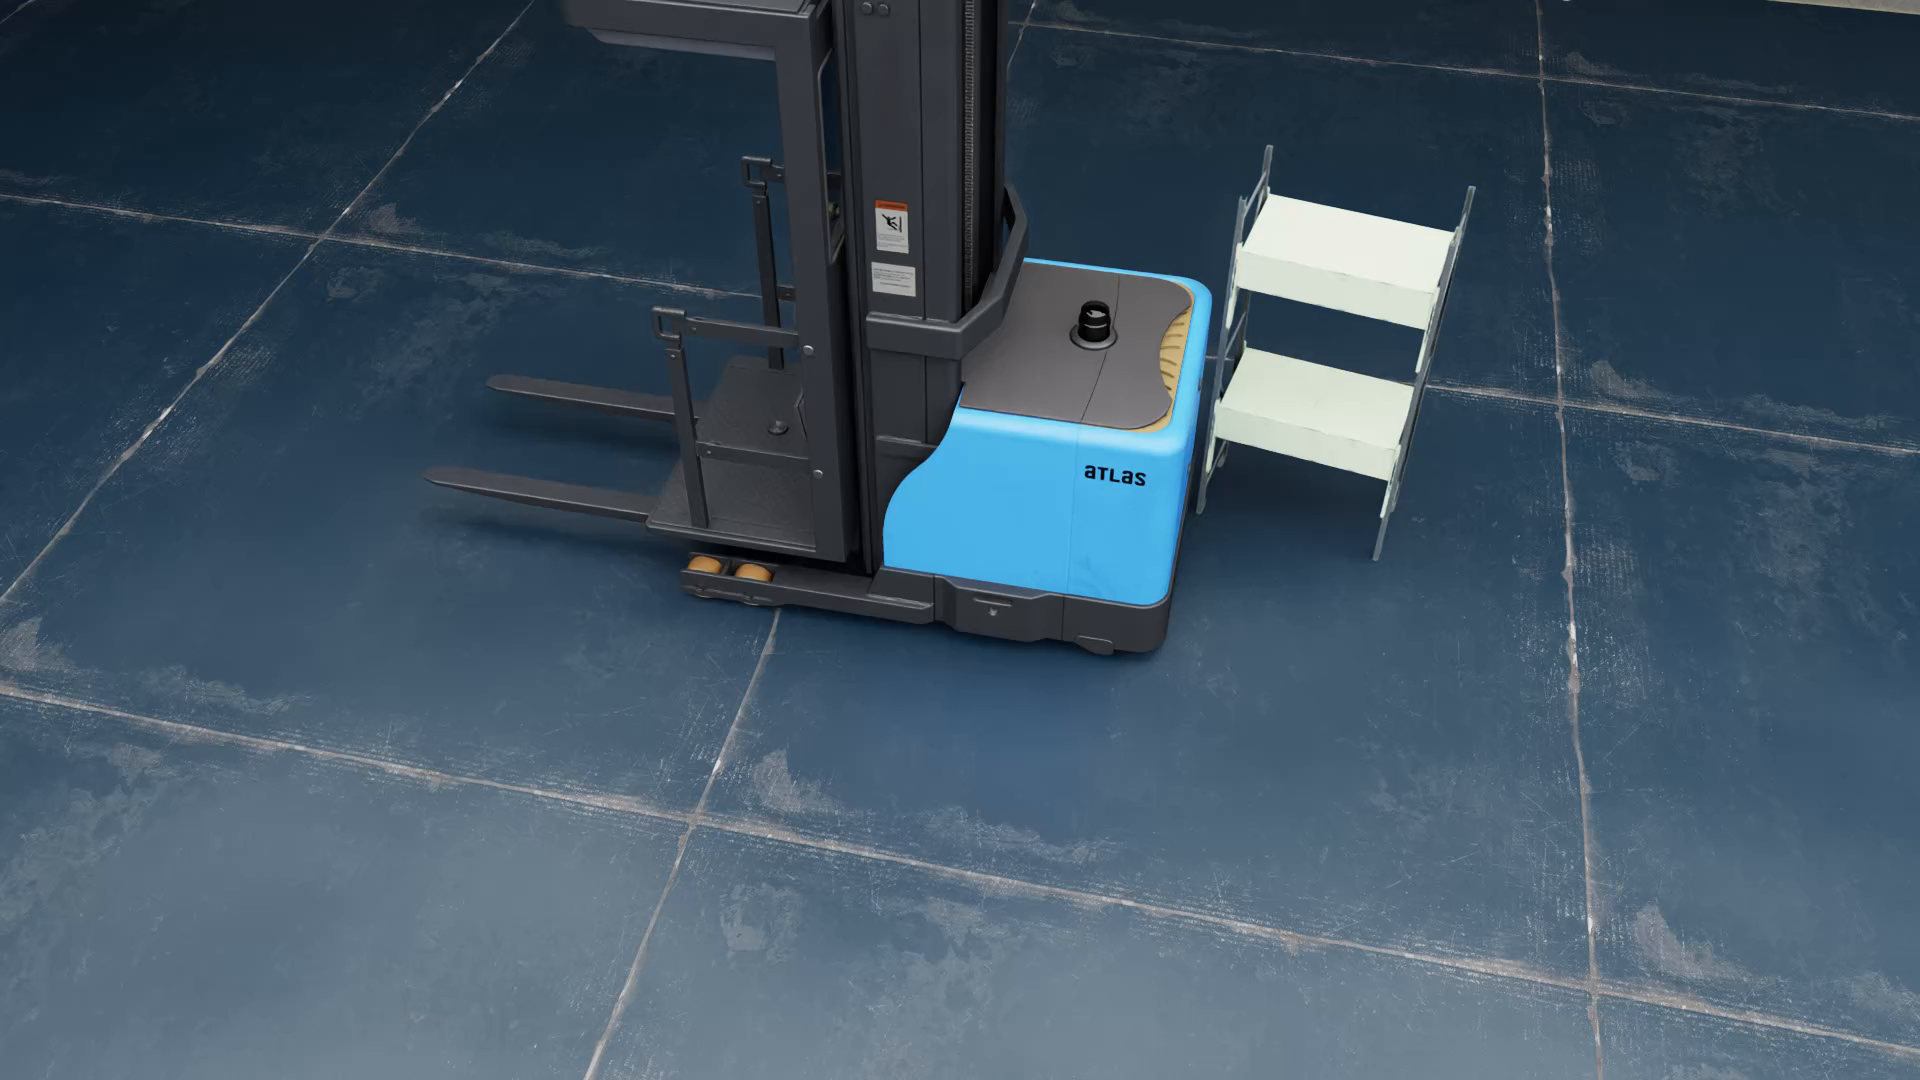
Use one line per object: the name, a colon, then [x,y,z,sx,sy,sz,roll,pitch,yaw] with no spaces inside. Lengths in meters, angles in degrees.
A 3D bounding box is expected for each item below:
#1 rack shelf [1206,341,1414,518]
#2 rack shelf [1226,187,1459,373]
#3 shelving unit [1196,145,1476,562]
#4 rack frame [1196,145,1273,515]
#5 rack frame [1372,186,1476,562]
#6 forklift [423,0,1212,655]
rack shelf: [1.399,-0.445,6.600,0.720,0.370,0.431,16,46,16]
rack shelf: [1.400,-0.961,6.103,0.720,0.370,0.431,16,46,16]
shelving unit: [1.399,-0.680,6.374,0.755,1.500,0.431,16,46,16]
rack frame: [1.060,-0.776,6.472,0.023,1.500,0.400,16,46,16]
rack frame: [1.738,-0.584,6.275,0.023,1.500,0.400,16,46,16]
forklift: [-0.616,-1.150,5.831,3.031,2.935,1.130,9,45,9]
